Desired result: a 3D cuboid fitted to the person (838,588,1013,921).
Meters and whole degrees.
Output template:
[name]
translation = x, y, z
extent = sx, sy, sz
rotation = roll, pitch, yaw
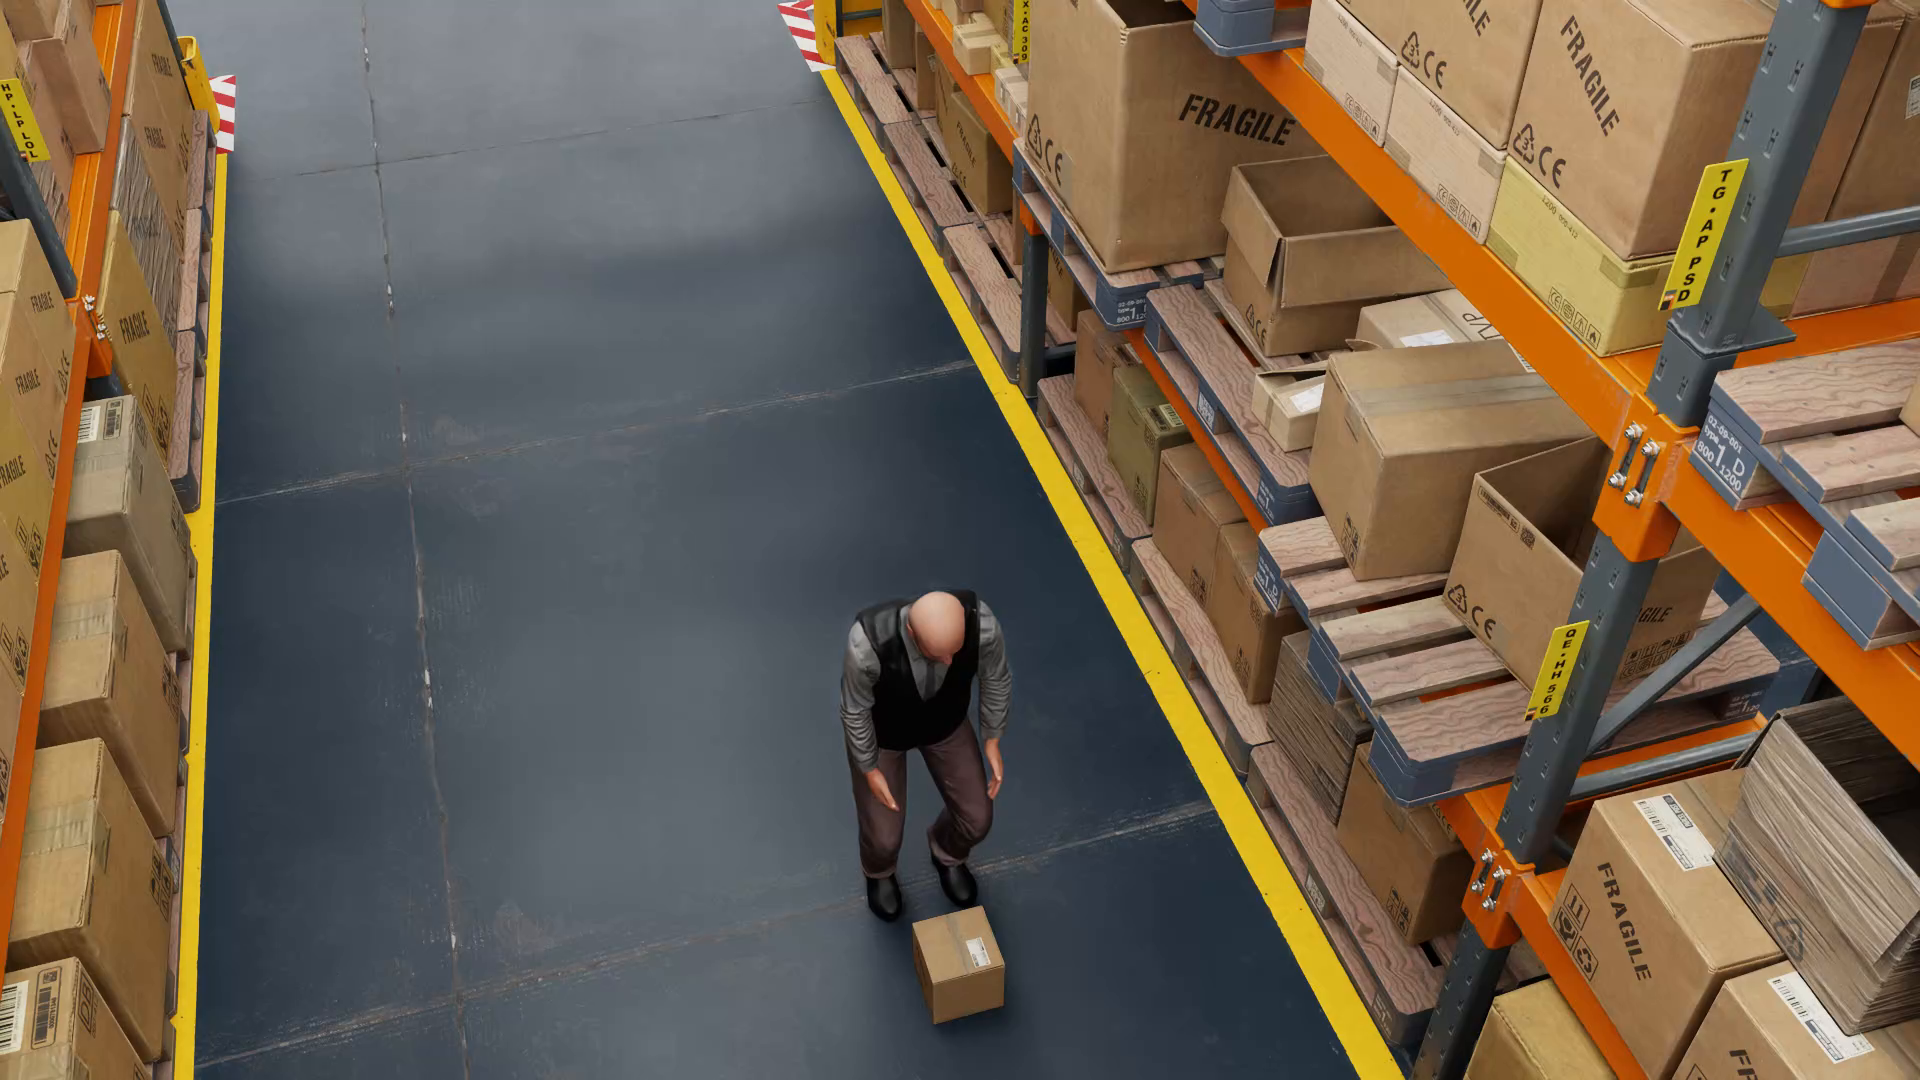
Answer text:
[person]
translation = -0.122, 0.652, 5.566
extent = 0.581, 1.581, 0.555
rotation = -11, 43, -12
